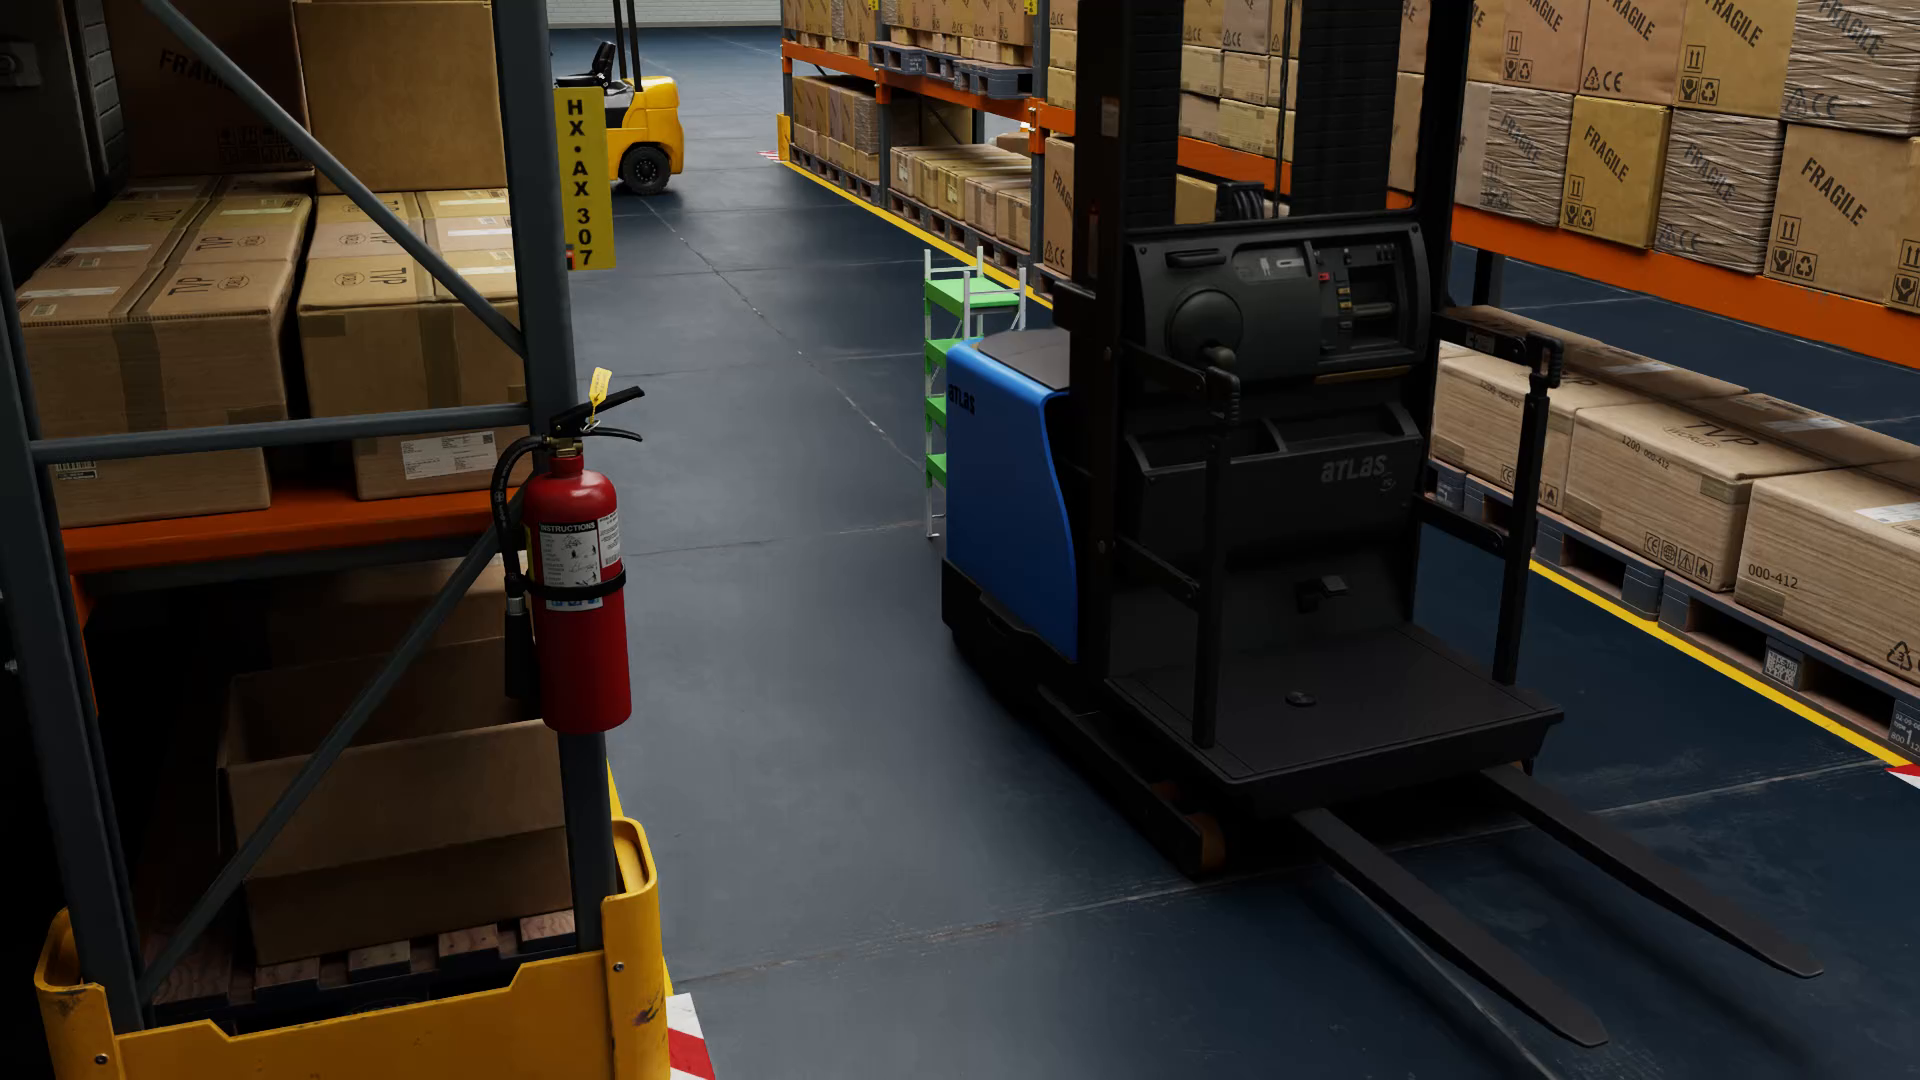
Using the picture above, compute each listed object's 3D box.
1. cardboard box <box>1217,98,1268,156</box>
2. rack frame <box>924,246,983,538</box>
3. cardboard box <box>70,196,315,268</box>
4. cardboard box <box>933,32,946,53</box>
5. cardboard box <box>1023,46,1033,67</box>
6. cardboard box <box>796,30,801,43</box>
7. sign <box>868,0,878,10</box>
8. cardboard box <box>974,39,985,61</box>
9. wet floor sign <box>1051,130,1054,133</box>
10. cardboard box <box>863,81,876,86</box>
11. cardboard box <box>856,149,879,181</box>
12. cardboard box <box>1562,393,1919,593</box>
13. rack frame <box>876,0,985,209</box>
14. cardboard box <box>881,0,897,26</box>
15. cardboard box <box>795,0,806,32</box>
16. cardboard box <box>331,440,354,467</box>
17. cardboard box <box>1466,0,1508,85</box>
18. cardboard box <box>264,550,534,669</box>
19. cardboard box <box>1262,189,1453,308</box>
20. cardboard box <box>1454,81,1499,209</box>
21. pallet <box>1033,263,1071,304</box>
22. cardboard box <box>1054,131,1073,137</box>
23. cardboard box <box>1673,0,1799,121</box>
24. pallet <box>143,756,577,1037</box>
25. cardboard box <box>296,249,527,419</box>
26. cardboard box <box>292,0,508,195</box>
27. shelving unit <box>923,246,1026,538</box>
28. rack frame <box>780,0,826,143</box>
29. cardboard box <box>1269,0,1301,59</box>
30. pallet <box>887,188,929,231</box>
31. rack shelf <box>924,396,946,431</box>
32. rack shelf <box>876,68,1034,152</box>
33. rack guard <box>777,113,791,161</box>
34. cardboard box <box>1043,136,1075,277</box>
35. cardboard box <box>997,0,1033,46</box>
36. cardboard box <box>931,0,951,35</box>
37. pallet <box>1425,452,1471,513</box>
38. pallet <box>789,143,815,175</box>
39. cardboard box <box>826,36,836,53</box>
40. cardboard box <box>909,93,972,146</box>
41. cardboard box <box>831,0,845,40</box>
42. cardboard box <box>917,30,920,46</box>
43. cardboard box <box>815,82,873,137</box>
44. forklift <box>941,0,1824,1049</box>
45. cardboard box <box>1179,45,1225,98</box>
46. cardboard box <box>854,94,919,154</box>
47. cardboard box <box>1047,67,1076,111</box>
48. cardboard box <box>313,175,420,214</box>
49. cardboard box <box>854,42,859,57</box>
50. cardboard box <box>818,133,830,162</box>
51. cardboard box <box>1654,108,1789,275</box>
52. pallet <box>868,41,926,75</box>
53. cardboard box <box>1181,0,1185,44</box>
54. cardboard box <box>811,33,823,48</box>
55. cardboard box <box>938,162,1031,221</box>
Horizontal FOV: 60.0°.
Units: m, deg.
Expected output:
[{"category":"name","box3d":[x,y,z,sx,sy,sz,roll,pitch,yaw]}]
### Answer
[{"category":"cardboard box","box3d":[1.713,-2.210,8.853,0.500,0.250,0.500,-7,21,-18]},{"category":"rack frame","box3d":[-0.025,-0.590,6.784,0.240,1.200,0.015,-6,21,-17]},{"category":"cardboard box","box3d":[-1.910,-0.701,4.213,0.500,0.250,0.500,-6,21,-15]},{"category":"cardboard box","box3d":[-0.005,-4.014,13.405,0.380,0.149,0.250,-6,20,-15]},{"category":"cardboard box","box3d":[0.669,-3.443,11.814,0.380,0.149,0.250,-6,21,-15]},{"category":"cardboard box","box3d":[-1.609,-5.601,18.445,0.380,0.149,0.250,-6,21,-17]},{"category":"sign","box3d":[-0.774,-4.914,14.880,0.100,0.325,0.005,-6,21,-17]},{"category":"cardboard box","box3d":[0.323,-3.679,12.471,0.380,0.149,0.250,-7,21,-20]},{"category":"wet floor sign","box3d":[1.260,-5.100,20.160,0.267,0.644,0.232,-10,22,-27]},{"category":"cardboard box","box3d":[-0.700,-4.548,17.477,0.500,0.500,0.500,-7,21,-18]},{"category":"cardboard box","box3d":[-0.703,-3.631,16.036,0.500,0.250,0.500,-5,20,-15]},{"category":"cardboard box","box3d":[2.912,-0.202,6.209,0.875,0.438,0.875,-6,21,-16]},{"category":"rack frame","box3d":[-0.262,-4.567,15.193,1.000,3.000,0.127,-6,21,-17]},{"category":"cardboard box","box3d":[-0.387,-4.770,14.551,0.500,0.500,0.500,-6,21,-16]},{"category":"cardboard box","box3d":[-1.468,-5.690,17.733,0.500,0.500,0.500,-6,21,-16]},{"category":"cardboard box","box3d":[-1.168,-0.280,3.631,0.380,0.149,0.250,-6,21,-16]},{"category":"cardboard box","box3d":[2.325,-2.176,6.910,0.500,0.500,0.500,-7,21,-18]},{"category":"cardboard box","box3d":[-1.535,0.307,4.702,0.700,0.500,0.500,-6,20,-15]},{"category":"cardboard box","box3d":[1.982,-1.388,8.864,0.875,0.875,0.875,-6,21,-16]},{"category":"cardboard box","box3d":[2.306,-1.706,7.081,0.500,0.500,0.500,-6,21,-17]},{"category":"pallet","box3d":[1.172,-1.710,11.364,1.003,0.211,1.213,-6,21,-17]},{"category":"cardboard box","box3d":[1.437,-4.381,18.369,0.637,0.503,0.797,12,23,30]},{"category":"cardboard box","box3d":[2.788,-1.686,5.547,0.500,0.500,0.500,-6,21,-17]},{"category":"pallet","box3d":[-1.476,0.845,4.252,1.003,0.211,1.213,-6,21,-17]},{"category":"cardboard box","box3d":[-1.088,-0.431,3.461,0.500,0.250,0.500,-6,21,-17]},{"category":"cardboard box","box3d":[-1.560,-1.265,4.674,0.500,0.500,0.500,-6,21,-16]},{"category":"shelving unit","box3d":[0.052,-0.512,6.566,0.258,1.200,0.503,-6,21,-17]},{"category":"rack frame","box3d":[-1.519,-5.850,18.767,1.000,3.000,0.127,-6,21,-17]},{"category":"cardboard box","box3d":[1.874,-2.634,8.185,0.500,0.500,0.500,-6,21,-15]},{"category":"pallet","box3d":[-0.016,-3.005,14.969,1.003,0.211,1.213,-6,21,-17]},{"category":"rack shelf","box3d":[0.052,-0.451,6.587,0.258,0.148,0.480,-6,21,-17]},{"category":"rack shelf","box3d":[0.367,-3.586,13.528,1.077,0.370,4.000,-6,21,-17]},{"category":"rack guard","box3d":[-1.495,-4.650,19.122,1.175,0.500,0.348,-6,21,-17]},{"category":"cardboard box","box3d":[1.134,-2.250,11.266,0.875,0.875,0.875,-7,21,-18]},{"category":"cardboard box","box3d":[0.589,-3.784,11.805,0.500,0.500,0.500,-7,21,-19]},{"category":"cardboard box","box3d":[0.085,-4.286,13.202,0.500,0.500,0.500,-7,21,-19]},{"category":"pallet","box3d":[2.417,-0.435,7.815,1.003,0.211,1.213,-6,21,-17]},{"category":"pallet","box3d":[-1.273,-4.249,18.434,1.003,0.211,1.213,-6,21,-17]},{"category":"cardboard box","box3d":[-1.142,-5.009,16.796,0.380,0.149,0.250,-6,21,-17]},{"category":"cardboard box","box3d":[-0.191,-4.041,16.067,0.500,0.500,0.500,-5,20,-15]},{"category":"cardboard box","box3d":[-0.973,-5.200,16.370,0.500,0.500,0.500,-6,21,-16]},{"category":"cardboard box","box3d":[-0.156,-4.271,14.121,0.380,0.149,0.250,-5,20,-14]},{"category":"cardboard box","box3d":[-1.202,-4.482,17.294,0.500,0.500,0.500,-6,21,-16]},{"category":"forklift","box3d":[0.984,-0.652,4.396,1.130,2.935,3.031,-8,21,-22]},{"category":"cardboard box","box3d":[1.551,-2.605,9.214,0.500,0.250,0.500,-6,21,-16]},{"category":"cardboard box","box3d":[-0.702,-3.985,15.910,0.500,0.500,0.500,-7,21,-18]},{"category":"cardboard box","box3d":[0.910,-3.029,11.133,0.500,0.250,0.500,-7,21,-18]},{"category":"cardboard box","box3d":[-1.590,-0.917,4.813,0.500,0.250,0.500,-7,21,-19]},{"category":"cardboard box","box3d":[-0.810,-4.772,16.136,0.380,0.149,0.250,-7,21,-18]},{"category":"cardboard box","box3d":[-1.191,-4.127,17.416,0.500,0.250,0.500,-5,20,-14]},{"category":"cardboard box","box3d":[2.793,-1.216,5.717,0.500,0.500,0.500,-6,21,-16]},{"category":"pallet","box3d":[-0.160,-4.216,14.500,1.003,0.211,1.213,-6,21,-17]},{"category":"cardboard box","box3d":[1.387,-3.128,9.562,0.500,0.500,0.500,-6,21,-16]},{"category":"cardboard box","box3d":[-1.360,-5.262,17.501,0.380,0.149,0.250,-6,21,-16]},{"category":"cardboard box","box3d":[0.355,-2.906,13.837,0.950,0.372,0.625,-6,21,-15]}]
